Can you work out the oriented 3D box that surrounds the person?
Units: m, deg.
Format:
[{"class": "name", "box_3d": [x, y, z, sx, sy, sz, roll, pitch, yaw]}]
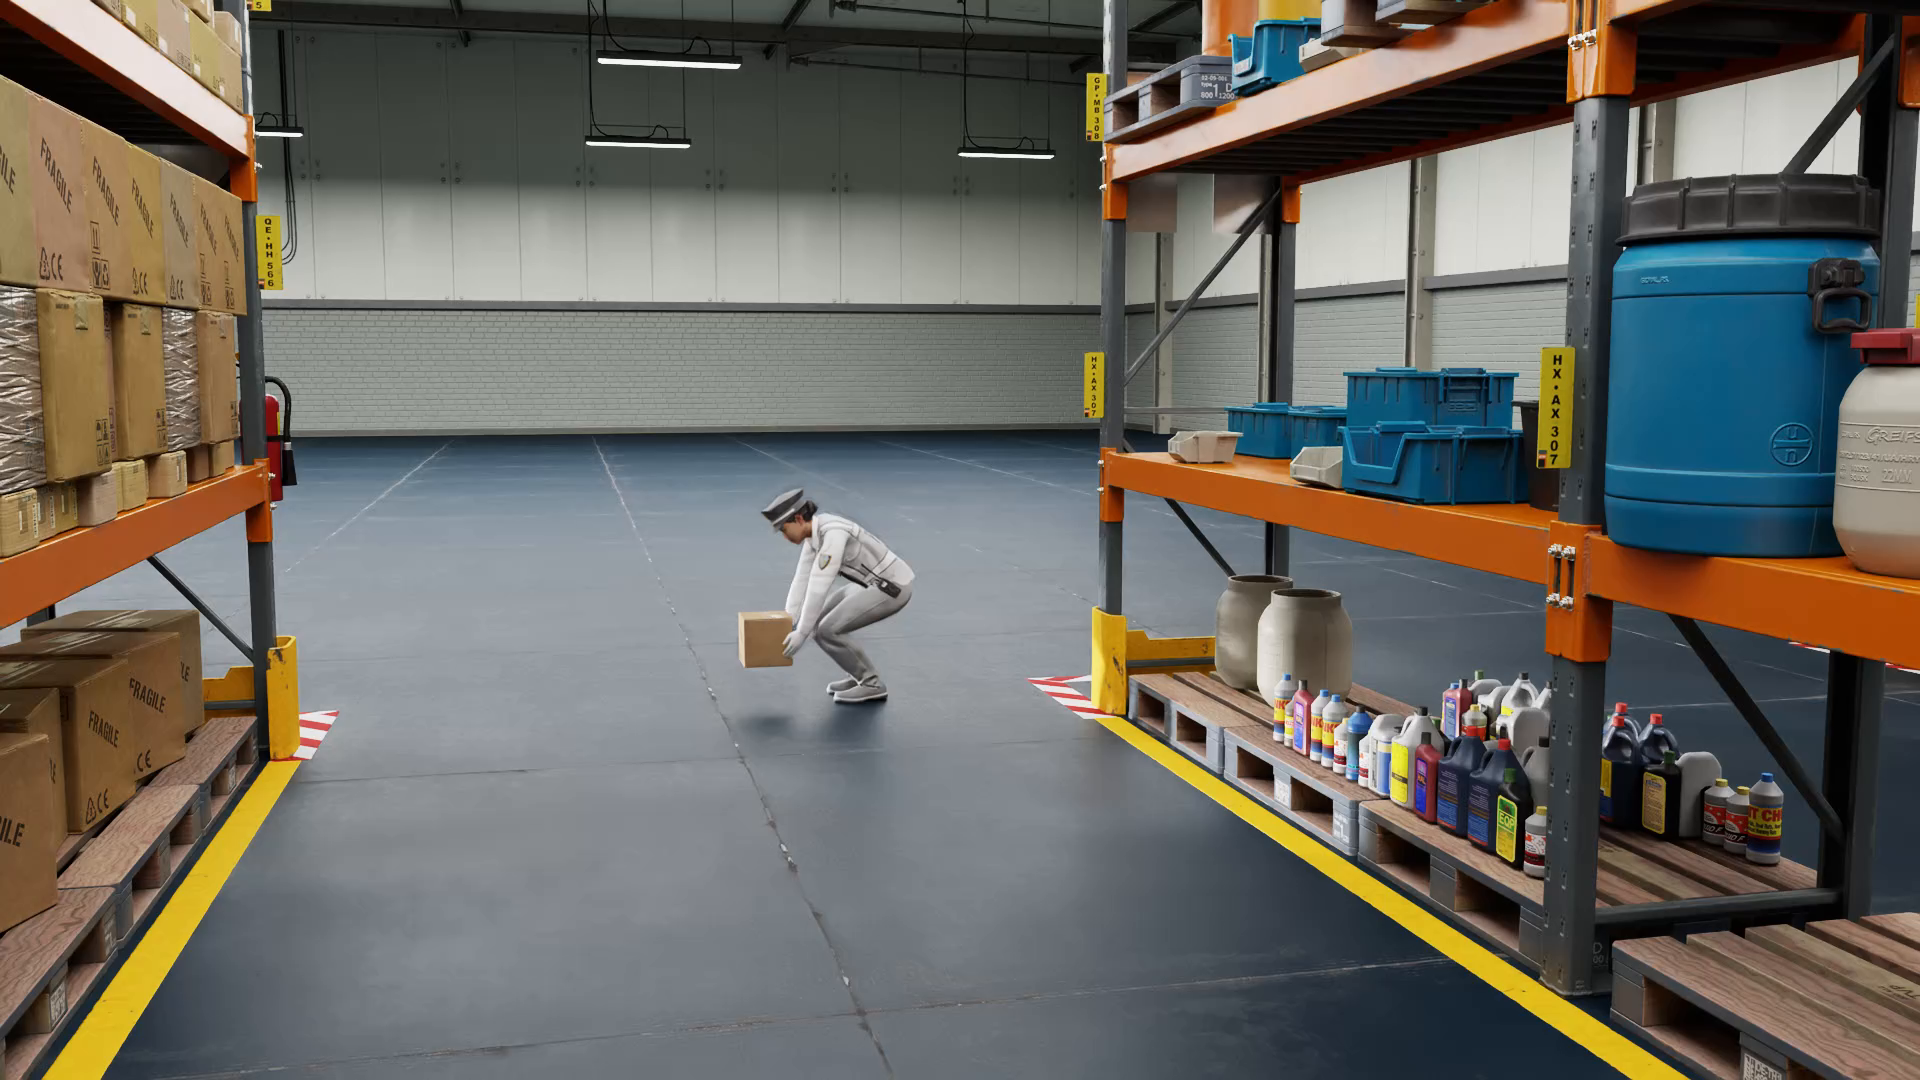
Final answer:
[{"class": "person", "box_3d": [-0.633, 0.281, 8.658, 0.808, 1.116, 0.512, -2, 6, -14]}]
